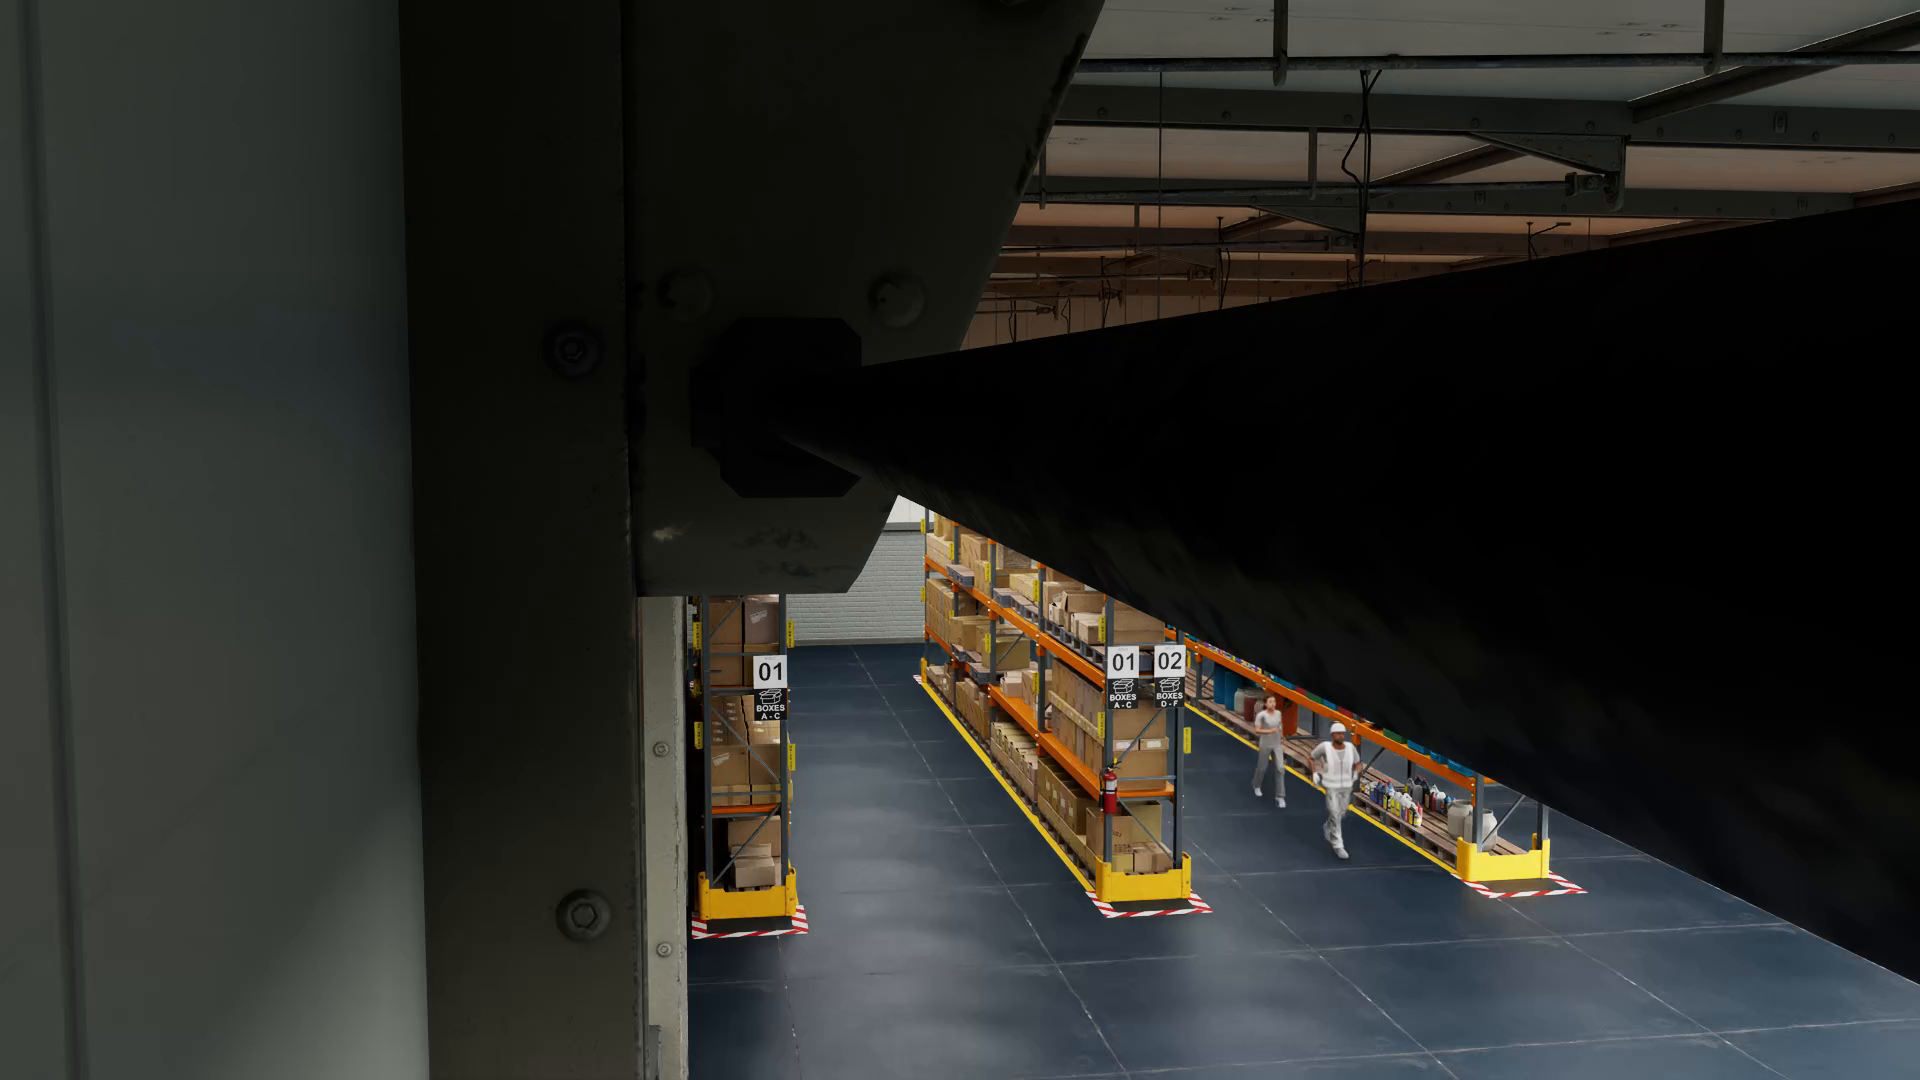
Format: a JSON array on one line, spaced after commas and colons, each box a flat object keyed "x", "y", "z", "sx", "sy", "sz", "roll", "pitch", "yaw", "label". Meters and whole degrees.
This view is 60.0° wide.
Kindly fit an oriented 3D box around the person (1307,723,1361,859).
[{"x": 5.196, "y": 3.401, "z": 22.942, "sx": 0.696, "sy": 1.779, "sz": 0.972, "roll": -1, "pitch": 5, "yaw": -11, "label": "person"}]

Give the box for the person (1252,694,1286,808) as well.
[{"x": 4.794, "y": 3.214, "z": 25.716, "sx": 0.551, "sy": 1.691, "sz": 0.908, "roll": -1, "pitch": 5, "yaw": -13, "label": "person"}]
